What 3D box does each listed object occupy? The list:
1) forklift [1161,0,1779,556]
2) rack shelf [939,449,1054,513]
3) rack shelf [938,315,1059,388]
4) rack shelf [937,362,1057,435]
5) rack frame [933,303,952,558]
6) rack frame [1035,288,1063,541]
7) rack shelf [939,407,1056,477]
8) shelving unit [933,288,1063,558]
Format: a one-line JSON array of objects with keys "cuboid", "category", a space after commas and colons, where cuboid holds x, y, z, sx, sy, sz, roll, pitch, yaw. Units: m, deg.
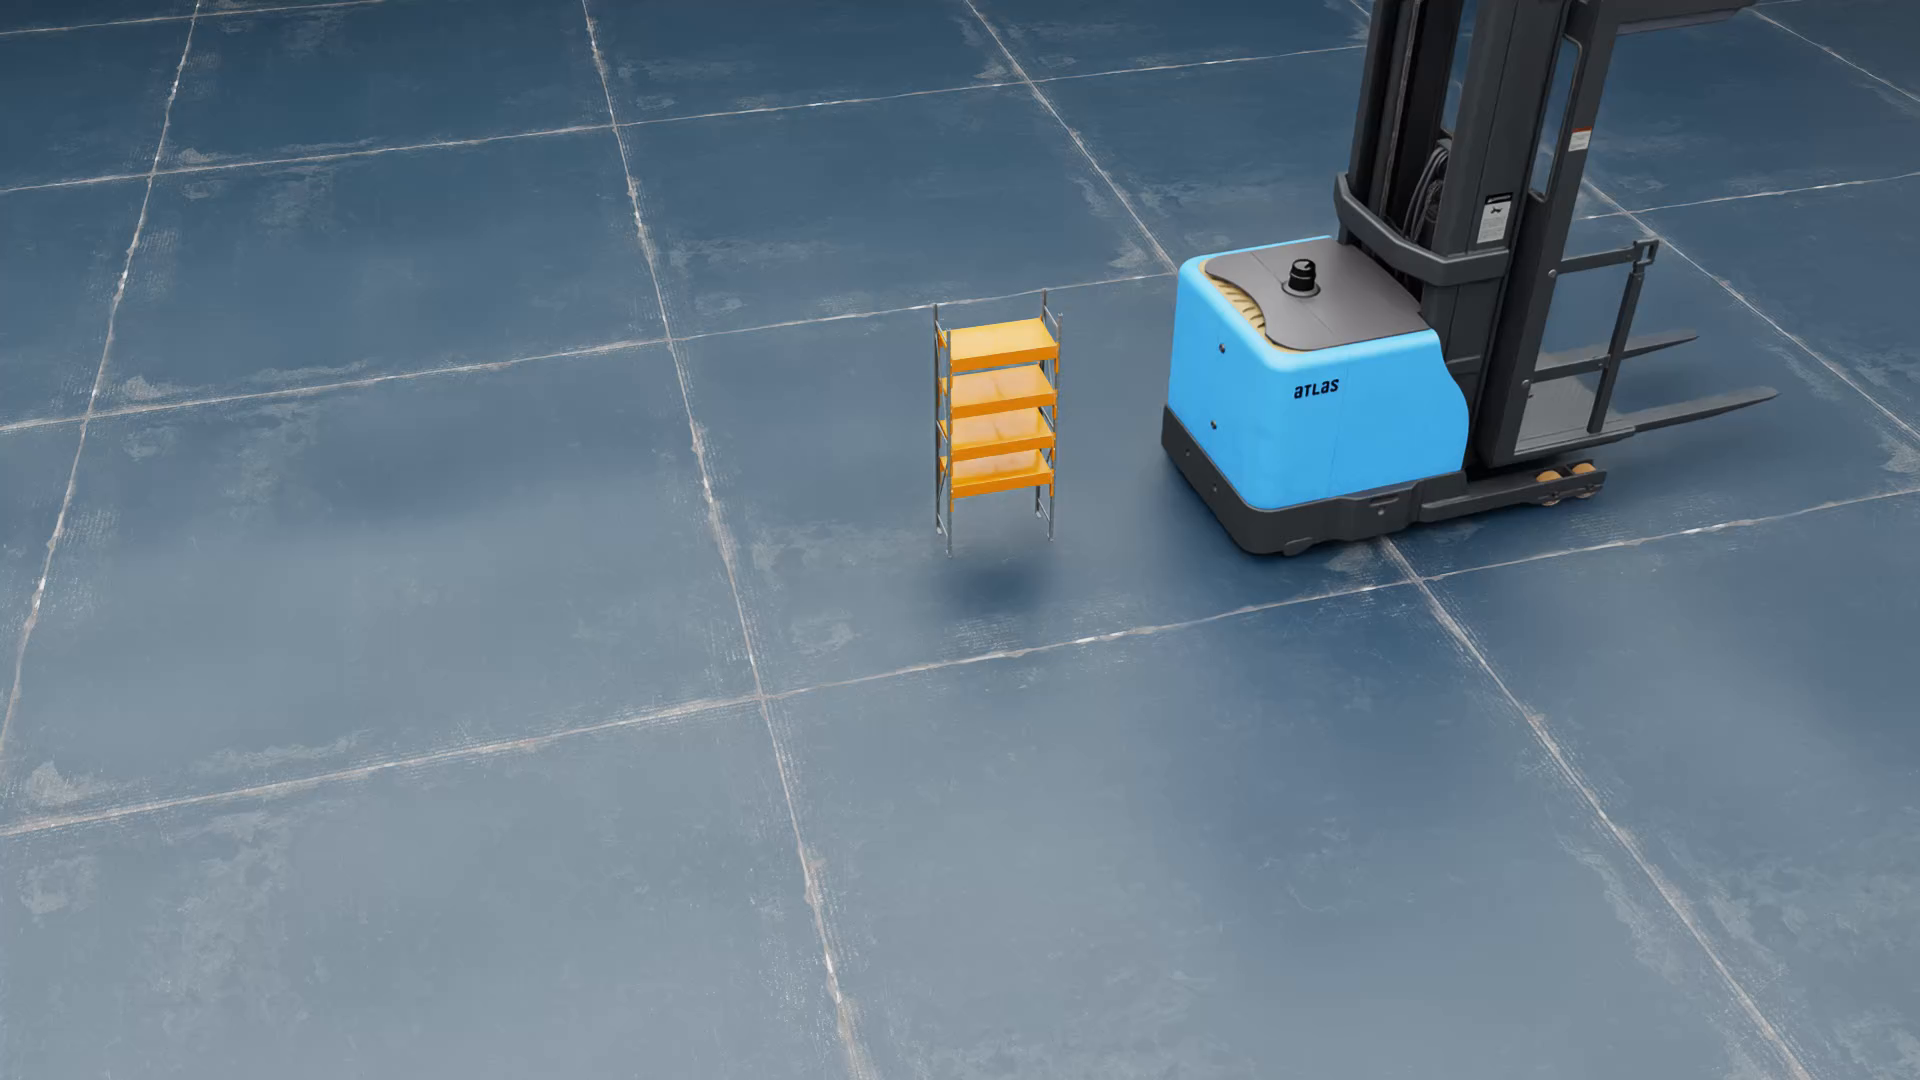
[{"cuboid": [2.573, -1.621, 7.456, 3.031, 2.935, 1.130, -12, 39, -15], "category": "forklift"}, {"cuboid": [0.160, -0.292, 7.581, 0.480, 0.148, 0.258, -9, 38, -12], "category": "rack shelf"}, {"cuboid": [0.160, -0.815, 7.181, 0.480, 0.148, 0.258, -9, 38, -12], "category": "rack shelf"}, {"cuboid": [0.160, -0.627, 7.325, 0.480, 0.148, 0.258, -9, 38, -12], "category": "rack shelf"}, {"cuboid": [-0.076, -0.464, 7.369, 0.015, 1.200, 0.240, -9, 38, -12], "category": "rack frame"}, {"cuboid": [0.395, -0.541, 7.470, 0.015, 1.200, 0.240, -9, 38, -12], "category": "rack frame"}, {"cuboid": [0.160, -0.449, 7.461, 0.480, 0.148, 0.258, -9, 38, -12], "category": "rack shelf"}, {"cuboid": [0.160, -0.503, 7.420, 0.503, 1.200, 0.258, -9, 38, -12], "category": "shelving unit"}]
